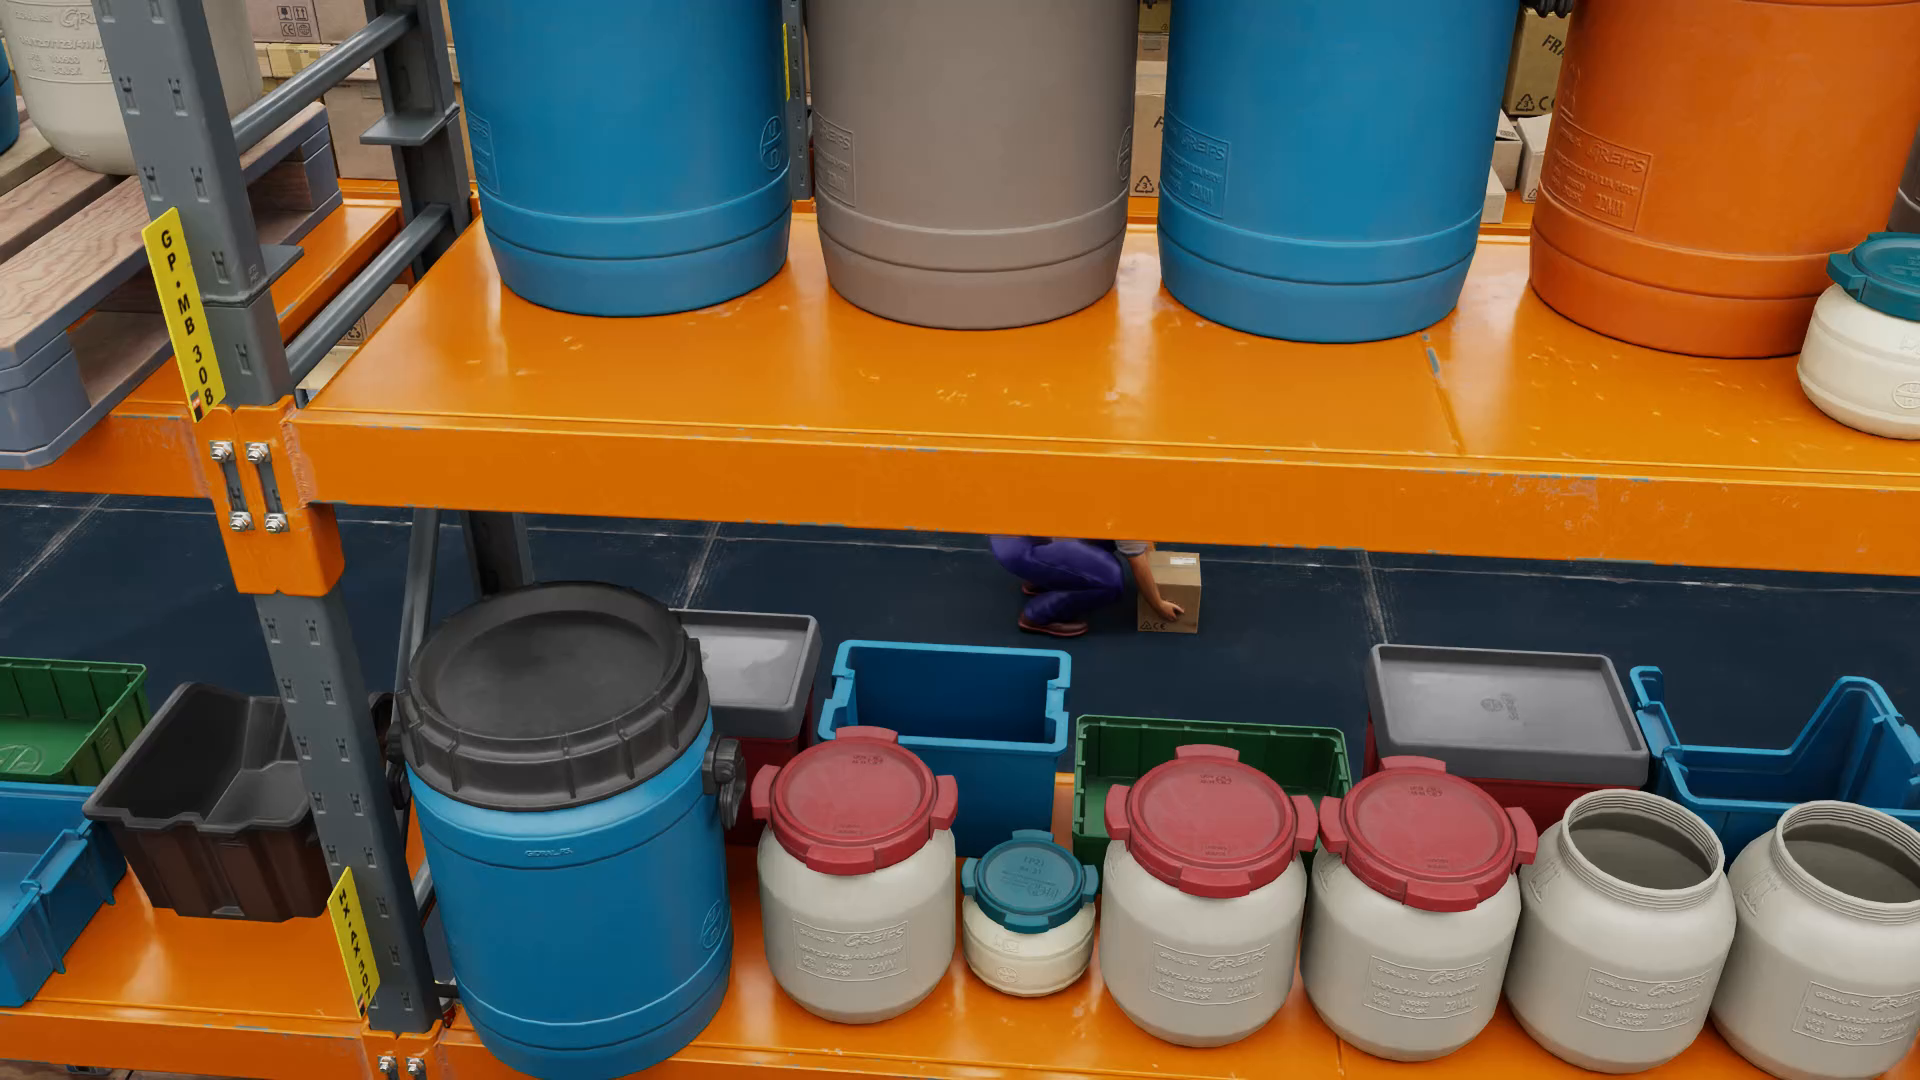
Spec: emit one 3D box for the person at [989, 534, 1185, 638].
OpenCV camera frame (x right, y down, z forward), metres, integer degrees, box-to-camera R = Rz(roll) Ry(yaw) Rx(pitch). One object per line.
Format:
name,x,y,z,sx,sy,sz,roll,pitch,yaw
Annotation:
person,0.543,-0.037,6.987,0.831,0.831,0.527,3,32,4
